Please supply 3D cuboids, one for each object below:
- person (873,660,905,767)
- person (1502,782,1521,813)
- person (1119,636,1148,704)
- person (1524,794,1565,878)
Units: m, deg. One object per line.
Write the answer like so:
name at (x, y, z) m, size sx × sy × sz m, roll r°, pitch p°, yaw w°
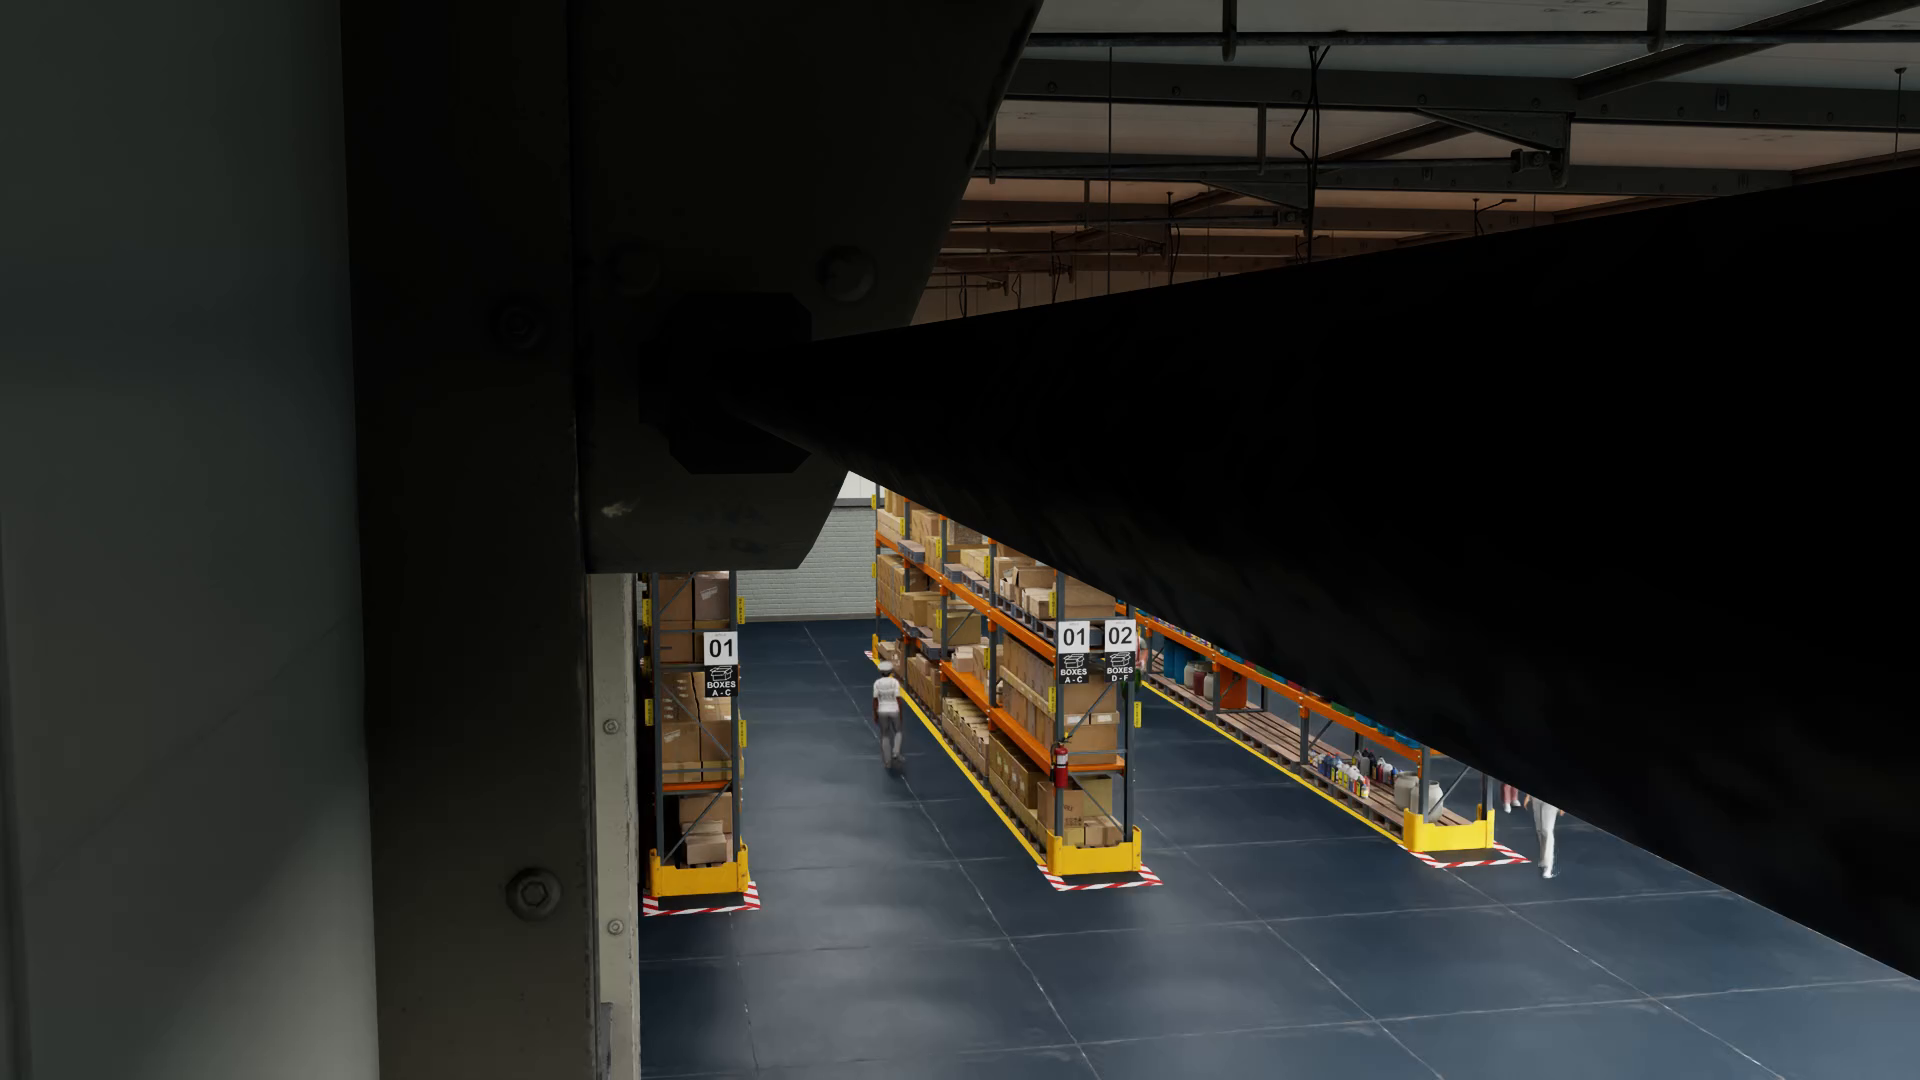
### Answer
person at (-1.131, 2.770, 26.499) m, size 0.509 × 1.682 × 0.461 m, roll 0°, pitch 6°, yaw -3°
person at (7.987, 3.060, 23.966) m, size 0.496 × 1.727 × 0.534 m, roll 1°, pitch 6°, yaw 8°
person at (3.137, 2.348, 30.701) m, size 0.690 × 1.688 × 0.625 m, roll 0°, pitch 6°, yaw 1°
person at (7.391, 3.350, 21.023) m, size 0.571 × 1.706 × 0.552 m, roll -4°, pitch 7°, yaw -34°
